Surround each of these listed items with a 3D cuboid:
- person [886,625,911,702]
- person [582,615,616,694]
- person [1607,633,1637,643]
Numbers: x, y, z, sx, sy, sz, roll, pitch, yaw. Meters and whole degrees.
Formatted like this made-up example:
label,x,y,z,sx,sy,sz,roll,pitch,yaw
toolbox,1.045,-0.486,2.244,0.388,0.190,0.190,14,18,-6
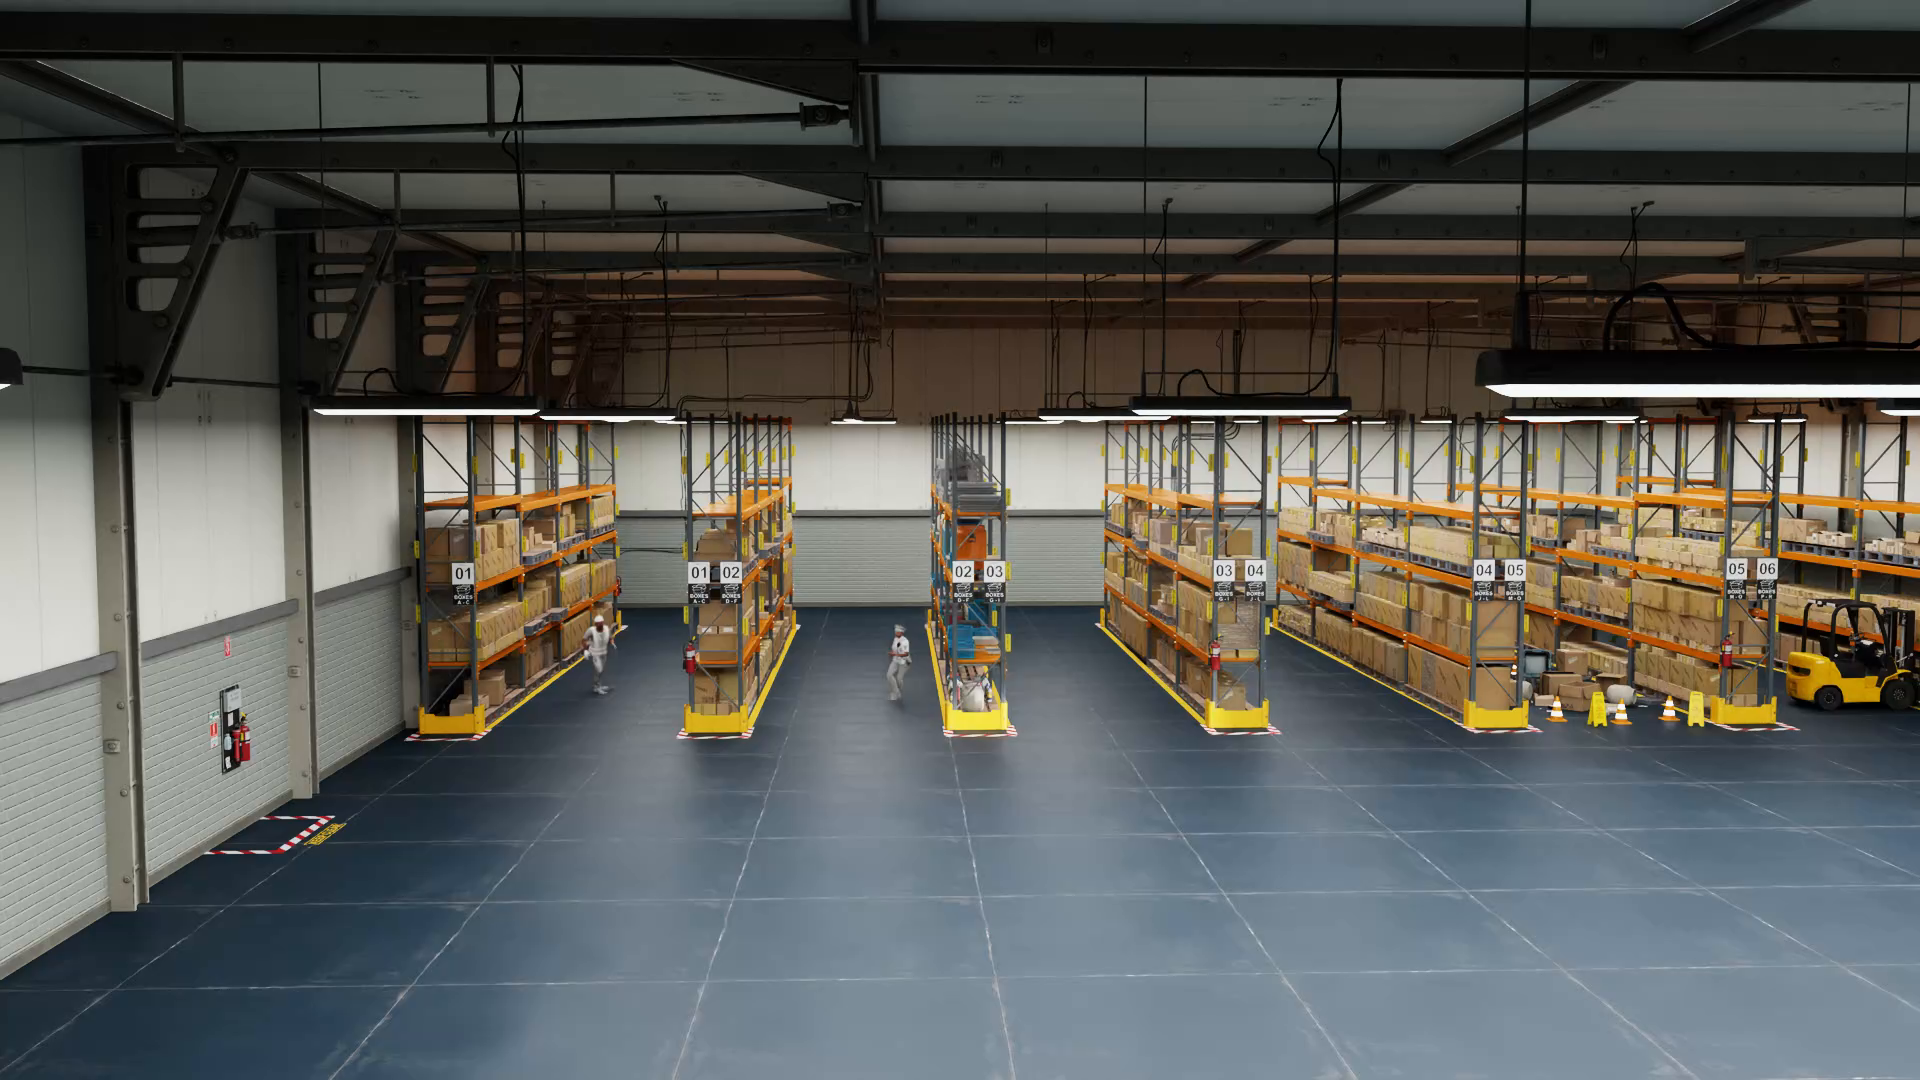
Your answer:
label,x,y,z,sx,sy,sz,roll,pitch,yaw
person,-1.291,2.548,34.703,0.719,1.596,0.673,3,5,34
person,-7.731,2.461,35.756,0.850,1.736,0.690,3,5,37
person,17.346,1.852,43.480,0.655,1.765,1.000,-1,4,-18
